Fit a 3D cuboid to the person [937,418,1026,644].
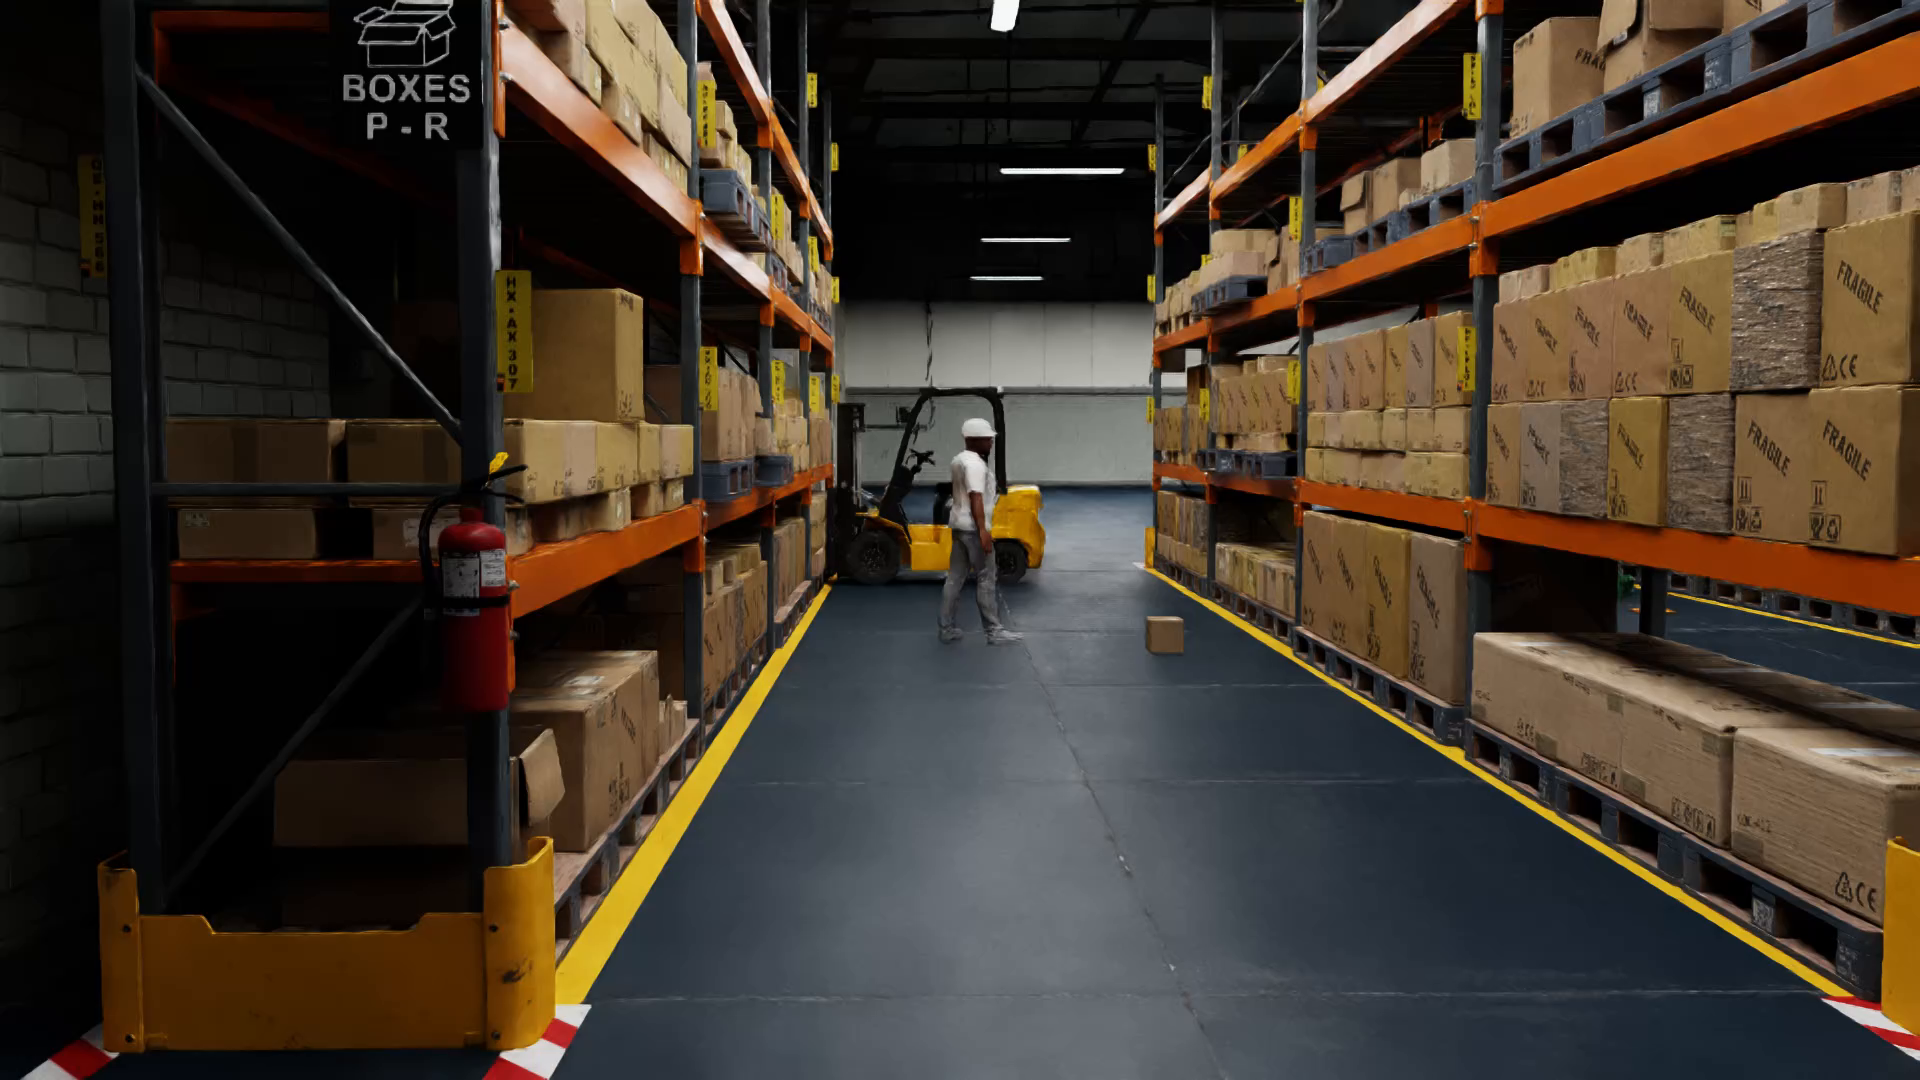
[{"bbox_3d":[0.162,-0.074,13.085,0.632,1.766,0.709,-1,4,-18],"label":"person"}]
